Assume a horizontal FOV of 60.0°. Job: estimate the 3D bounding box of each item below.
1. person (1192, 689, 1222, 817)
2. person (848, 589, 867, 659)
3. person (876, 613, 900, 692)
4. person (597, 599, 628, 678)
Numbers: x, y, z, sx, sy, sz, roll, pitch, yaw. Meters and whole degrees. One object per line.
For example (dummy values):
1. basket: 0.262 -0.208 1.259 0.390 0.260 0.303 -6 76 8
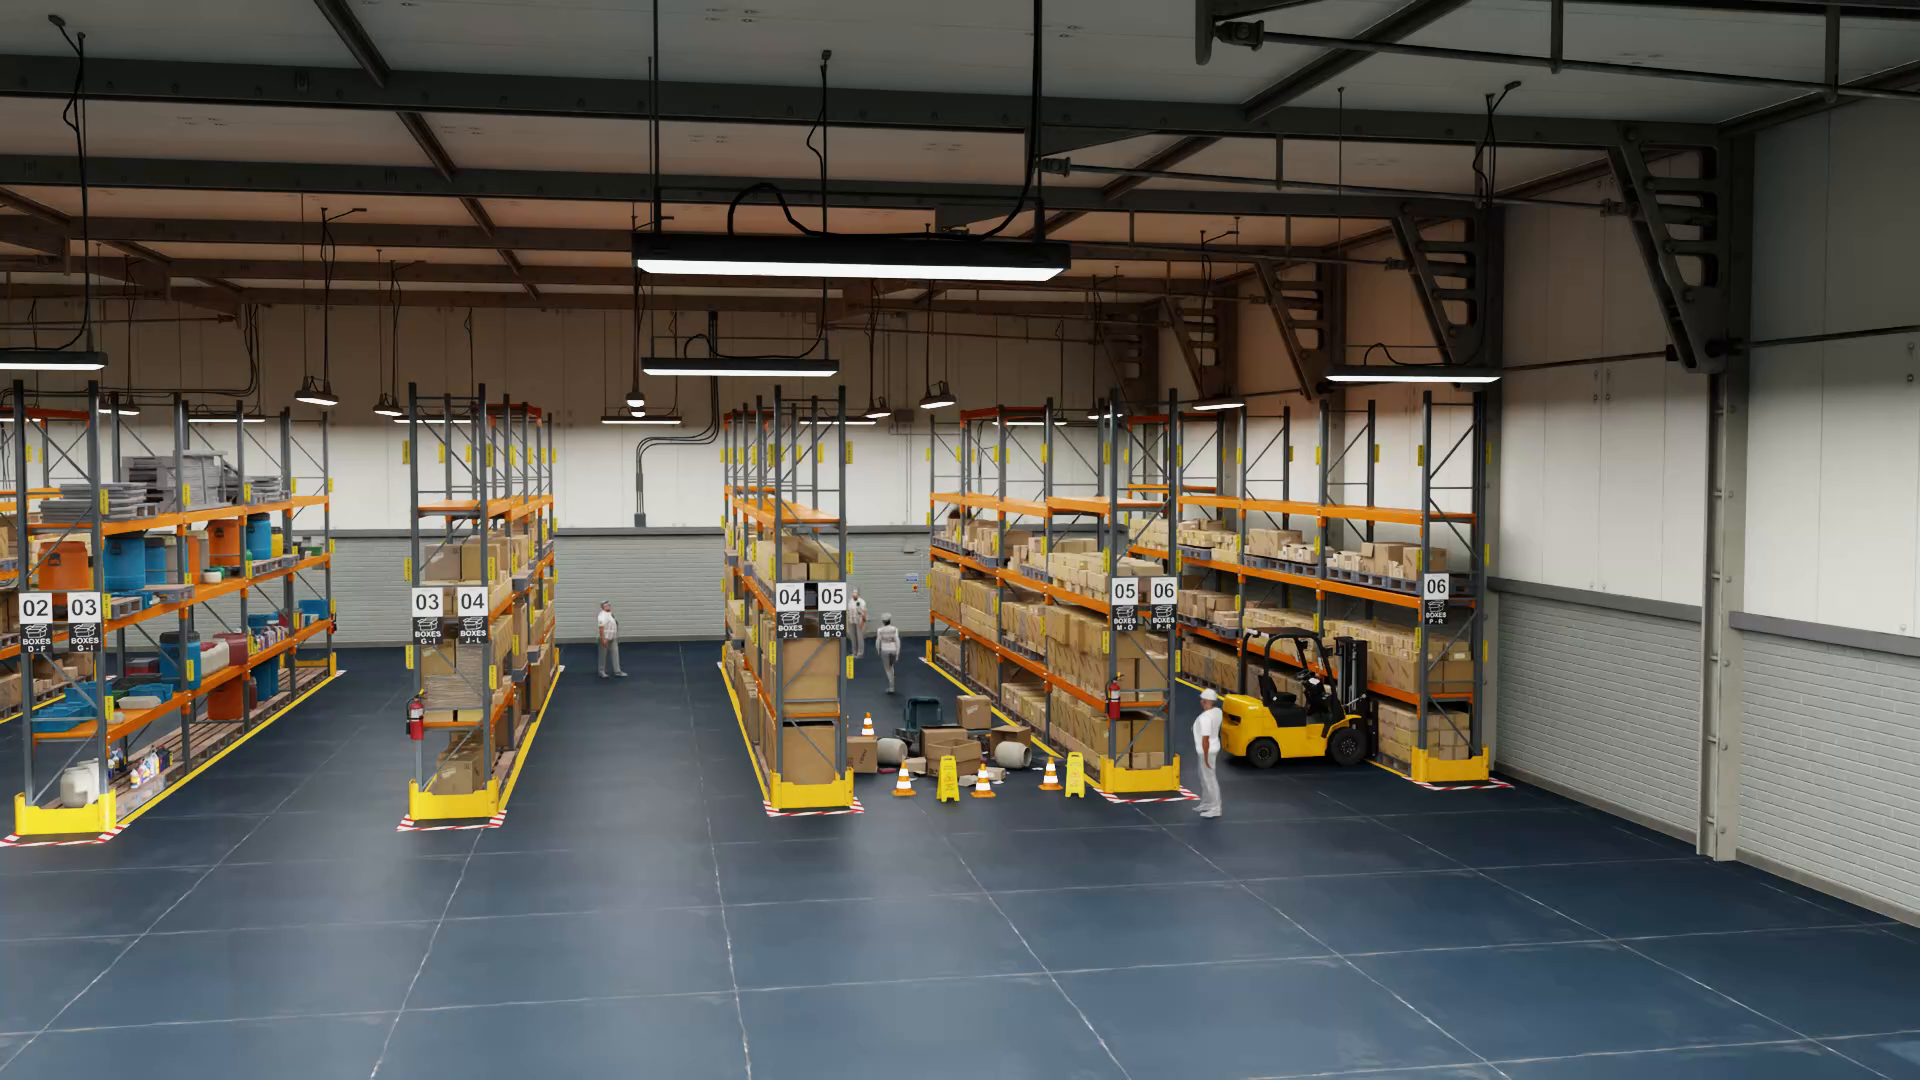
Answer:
1. person: 3.437 2.937 23.125 0.431 1.778 0.791 1 3 12
2. person: -2.460 2.003 39.644 0.499 1.685 0.432 2 3 33
3. person: -1.539 2.388 35.012 0.443 1.723 0.651 -1 3 -26
4. person: -7.905 2.226 37.583 0.587 1.772 0.585 2 3 32
